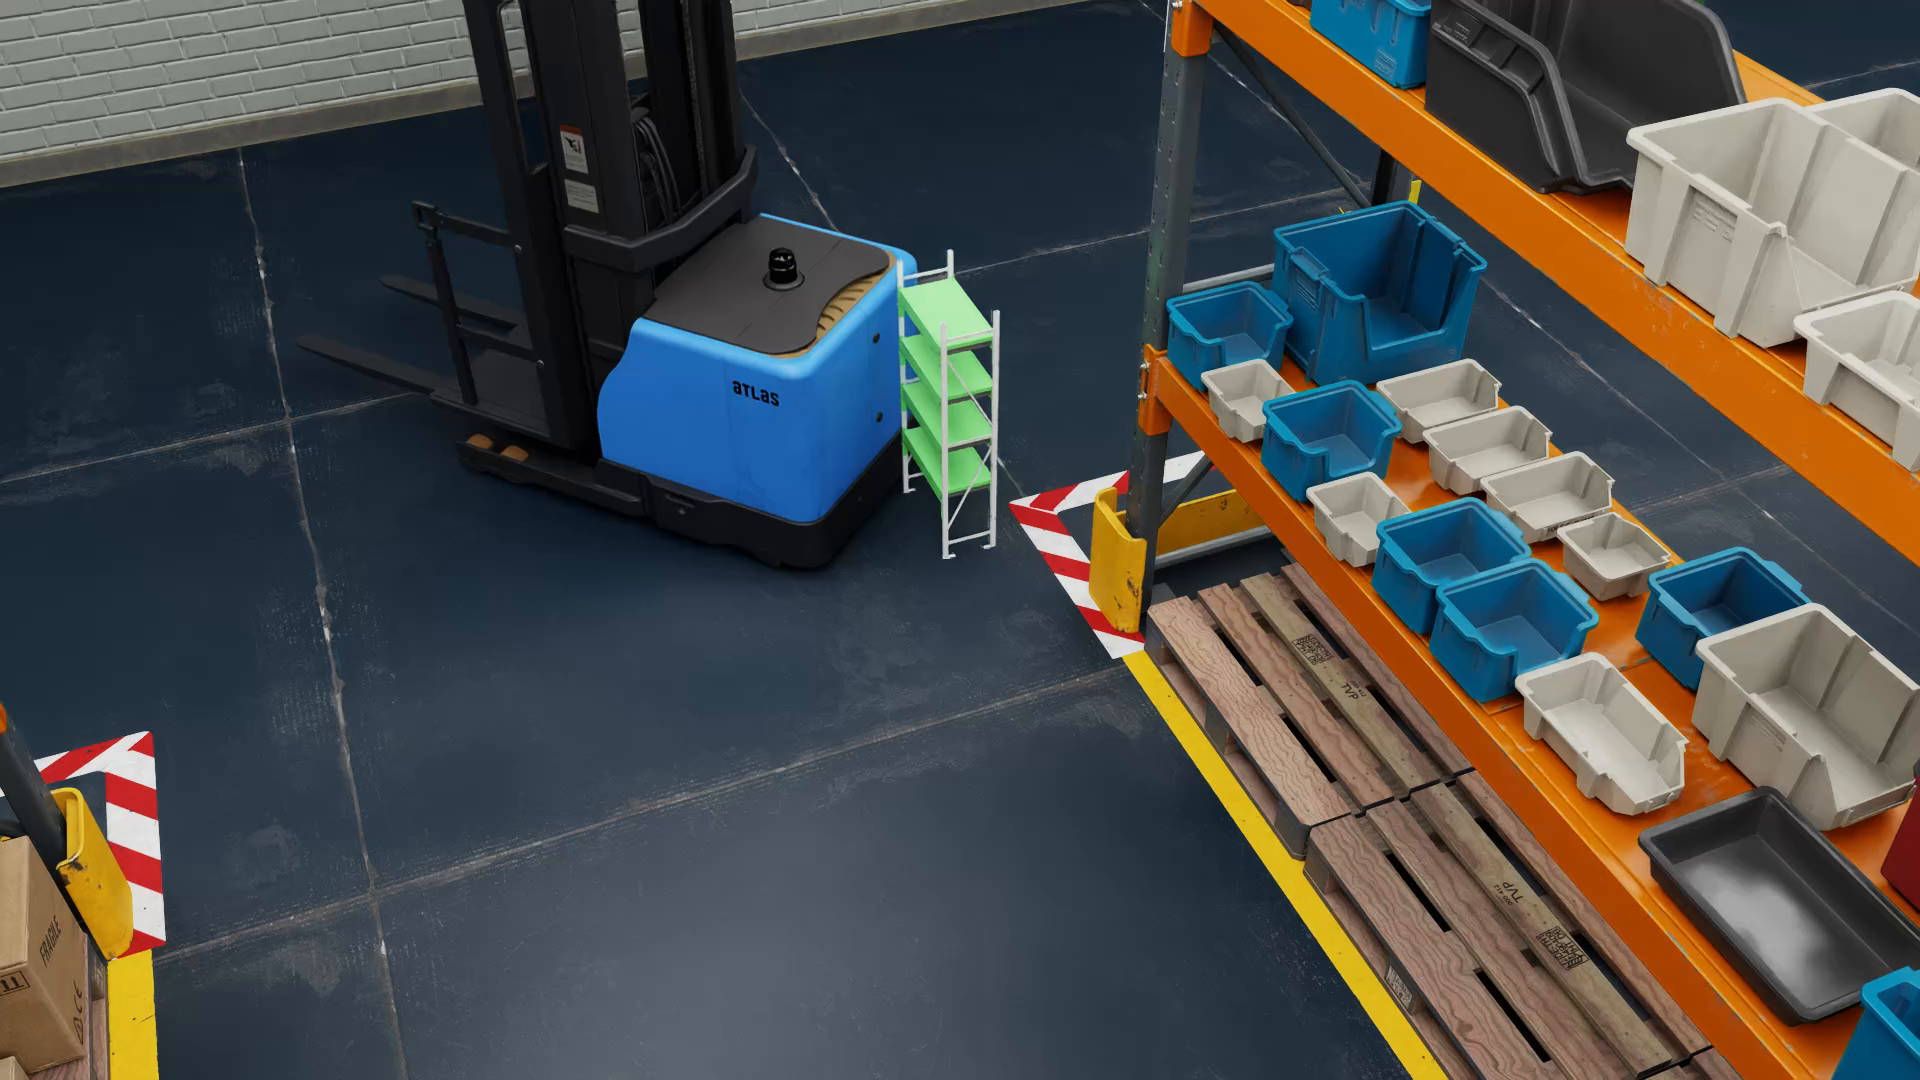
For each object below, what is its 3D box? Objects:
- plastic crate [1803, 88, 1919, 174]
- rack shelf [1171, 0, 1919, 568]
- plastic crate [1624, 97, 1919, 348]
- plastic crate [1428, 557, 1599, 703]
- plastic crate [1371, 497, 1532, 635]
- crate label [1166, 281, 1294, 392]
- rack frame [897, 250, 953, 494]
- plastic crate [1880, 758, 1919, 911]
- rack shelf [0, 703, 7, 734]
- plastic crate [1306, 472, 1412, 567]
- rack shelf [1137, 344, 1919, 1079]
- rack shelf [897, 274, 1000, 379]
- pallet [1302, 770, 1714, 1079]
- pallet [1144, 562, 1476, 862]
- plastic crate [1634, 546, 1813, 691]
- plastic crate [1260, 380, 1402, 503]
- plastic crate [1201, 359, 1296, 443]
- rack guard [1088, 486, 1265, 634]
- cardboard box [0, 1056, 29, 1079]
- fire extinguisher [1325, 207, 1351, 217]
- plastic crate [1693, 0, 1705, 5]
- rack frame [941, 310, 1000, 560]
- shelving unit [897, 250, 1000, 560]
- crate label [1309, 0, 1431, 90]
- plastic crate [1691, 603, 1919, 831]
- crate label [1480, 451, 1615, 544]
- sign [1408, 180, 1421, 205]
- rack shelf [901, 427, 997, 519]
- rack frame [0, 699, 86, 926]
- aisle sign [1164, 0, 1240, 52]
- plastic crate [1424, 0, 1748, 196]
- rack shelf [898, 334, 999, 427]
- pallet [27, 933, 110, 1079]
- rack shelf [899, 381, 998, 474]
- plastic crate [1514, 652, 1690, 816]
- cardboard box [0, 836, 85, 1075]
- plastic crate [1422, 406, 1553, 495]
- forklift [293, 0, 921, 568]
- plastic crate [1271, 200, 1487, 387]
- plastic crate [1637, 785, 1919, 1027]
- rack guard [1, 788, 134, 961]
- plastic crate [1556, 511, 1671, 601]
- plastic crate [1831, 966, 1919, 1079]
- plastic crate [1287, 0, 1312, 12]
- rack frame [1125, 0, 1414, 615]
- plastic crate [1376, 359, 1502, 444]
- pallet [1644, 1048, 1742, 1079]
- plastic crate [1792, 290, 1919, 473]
[{"bbox_3d":[2.167,-0.833,3.820,0.437,0.136,0.530,-15,43,-17],"label":"plastic crate"},{"bbox_3d":[1.913,-0.638,3.943,1.077,0.370,4.000,-15,43,-17],"label":"rack shelf"},{"bbox_3d":[1.710,-0.659,3.506,0.437,0.282,0.530,-15,43,-17],"label":"plastic crate"},{"bbox_3d":[1.556,0.267,4.721,0.416,0.233,0.300,-15,43,-17],"label":"plastic crate"},{"bbox_3d":[1.441,0.086,4.931,0.416,0.233,0.300,-15,43,-17],"label":"plastic crate"},{"bbox_3d":[0.938,-0.707,5.854,0.416,0.233,0.303,-15,43,-17],"label":"crate label"},{"bbox_3d":[-0.142,-0.697,7.141,0.240,1.200,0.015,-15,43,-16],"label":"rack frame"},{"bbox_3d":[2.568,0.784,3.943,0.402,0.464,0.583,-15,43,-17],"label":"plastic crate"},{"bbox_3d":[-2.665,1.733,3.486,1.077,0.370,4.000,-15,43,-17],"label":"rack shelf"},{"bbox_3d":[1.244,-0.048,5.161,0.250,0.136,0.298,-15,43,-17],"label":"plastic crate"},{"bbox_3d":[1.913,0.499,4.921,1.077,0.370,4.000,-15,43,-17],"label":"rack shelf"},{"bbox_3d":[-0.051,-0.865,6.698,0.258,0.148,0.480,-15,43,-16],"label":"rack shelf"},{"bbox_3d":[1.890,1.319,5.554,1.003,0.211,1.213,-15,43,-17],"label":"pallet"},{"bbox_3d":[1.427,0.585,6.407,1.003,0.211,1.213,-15,43,-17],"label":"pallet"},{"bbox_3d":[2.170,0.235,4.758,0.416,0.233,0.300,-15,43,-17],"label":"plastic crate"},{"bbox_3d":[1.190,-0.310,5.393,0.416,0.233,0.300,-15,43,-17],"label":"plastic crate"},{"bbox_3d":[0.984,-0.456,5.636,0.250,0.136,0.298,-15,43,-17],"label":"plastic crate"},{"bbox_3d":[1.126,-0.042,6.915,1.175,0.500,0.348,-15,43,-17],"label":"rack guard"},{"bbox_3d":[-2.923,1.695,4.814,0.380,0.166,0.250,-15,43,-17],"label":"cardboard box"},{"bbox_3d":[1.510,-1.012,6.472,0.296,0.674,0.183,-15,43,-17],"label":"fire extinguisher"},{"bbox_3d":[1.789,-1.513,4.570,0.450,0.188,0.336,-15,43,-17],"label":"plastic crate"},{"bbox_3d":[0.039,-0.402,6.797,0.240,1.200,0.015,-15,43,-16],"label":"rack frame"},{"bbox_3d":[-0.051,-0.550,6.969,0.258,1.200,0.503,-15,43,-16],"label":"shelving unit"},{"bbox_3d":[1.202,-1.423,4.418,0.408,0.251,0.502,-15,43,-17],"label":"crate label"},{"bbox_3d":[2.264,0.487,4.427,0.437,0.282,0.530,-15,43,-17],"label":"plastic crate"},{"bbox_3d":[1.853,-0.115,5.240,0.396,0.136,0.243,-15,43,-17],"label":"crate label"},{"bbox_3d":[1.649,-1.187,6.205,0.100,0.325,0.005,-15,43,-17],"label":"sign"},{"bbox_3d":[-0.051,-0.319,7.167,0.258,0.148,0.480,-15,43,-16],"label":"rack shelf"},{"bbox_3d":[-3.430,0.255,4.653,1.000,3.000,0.127,-15,43,-17],"label":"rack frame"},{"bbox_3d":[0.845,-1.933,5.204,0.394,0.787,0.004,-15,43,-17],"label":"aisle sign"},{"bbox_3d":[1.478,-1.103,3.980,0.504,0.338,0.767,-15,43,-17],"label":"plastic crate"},{"bbox_3d":[-0.051,-0.683,6.854,0.258,0.148,0.480,-15,43,-16],"label":"rack shelf"},{"bbox_3d":[-3.095,1.838,4.951,1.003,0.211,1.213,-15,43,-17],"label":"pallet"},{"bbox_3d":[-0.051,-0.501,7.011,0.258,0.148,0.480,-15,43,-16],"label":"rack shelf"},{"bbox_3d":[1.734,0.534,4.484,0.293,0.136,0.466,-15,43,-17],"label":"plastic crate"},{"bbox_3d":[-2.995,1.302,5.015,0.500,0.500,0.500,-15,43,-17],"label":"cardboard box"},{"bbox_3d":[1.724,-0.277,5.428,0.396,0.136,0.243,-15,43,-17],"label":"plastic crate"},{"bbox_3d":[-1.719,-1.660,6.932,3.031,2.935,1.130,18,44,20],"label":"forklift"},{"bbox_3d":[1.448,-0.860,5.876,0.616,0.435,0.499,-15,43,-17],"label":"plastic crate"},{"bbox_3d":[2.001,0.905,4.061,0.437,0.125,0.590,-15,43,-17],"label":"plastic crate"},{"bbox_3d":[-3.401,1.249,5.415,1.175,0.500,0.348,-15,43,-17],"label":"rack guard"},{"bbox_3d":[1.984,0.058,5.038,0.298,0.136,0.250,-15,43,-17],"label":"plastic crate"},{"bbox_3d":[2.184,1.218,3.499,0.392,0.384,0.575,-15,43,-17],"label":"plastic crate"},{"bbox_3d":[1.037,-1.765,4.801,0.497,0.269,0.590,-15,43,-17],"label":"plastic crate"},{"bbox_3d":[1.147,-0.978,6.087,1.000,3.000,0.127,-15,43,-17],"label":"rack frame"},{"bbox_3d":[1.627,-0.455,5.635,0.396,0.136,0.243,-15,43,-17],"label":"plastic crate"},{"bbox_3d":[2.361,2.055,4.698,1.003,0.211,1.213,-15,43,-17],"label":"pallet"},{"bbox_3d":[1.840,-0.277,3.174,0.293,0.136,0.466,-15,43,-17],"label":"plastic crate"}]
